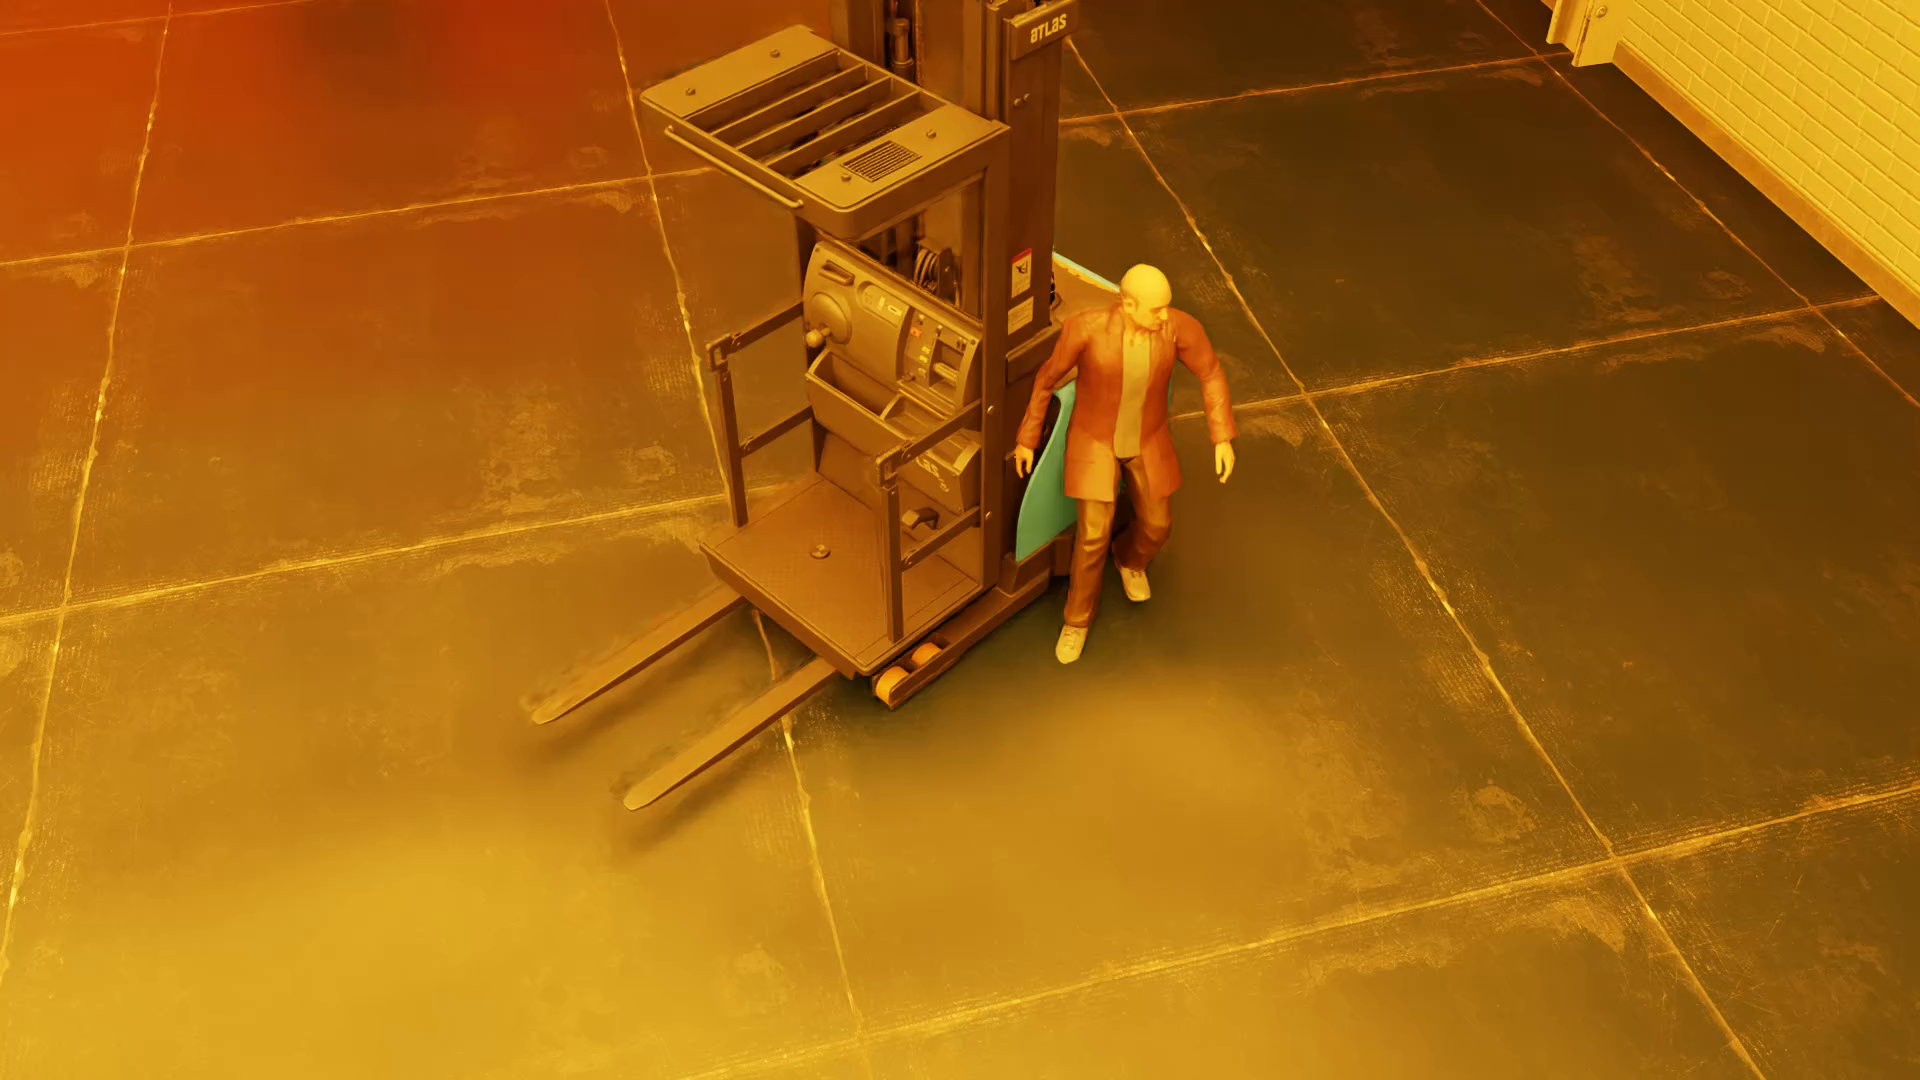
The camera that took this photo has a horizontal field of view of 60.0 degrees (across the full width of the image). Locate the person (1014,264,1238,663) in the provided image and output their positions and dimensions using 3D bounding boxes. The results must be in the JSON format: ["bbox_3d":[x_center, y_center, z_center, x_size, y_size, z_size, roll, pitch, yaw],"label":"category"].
[{"bbox_3d":[0.687,-0.310,6.914,0.912,1.756,0.669,-8,44,-8],"label":"person"}]

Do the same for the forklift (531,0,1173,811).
[{"bbox_3d":[-0.429,-0.767,6.457,1.130,2.935,3.031,34,53,31],"label":"forklift"}]
